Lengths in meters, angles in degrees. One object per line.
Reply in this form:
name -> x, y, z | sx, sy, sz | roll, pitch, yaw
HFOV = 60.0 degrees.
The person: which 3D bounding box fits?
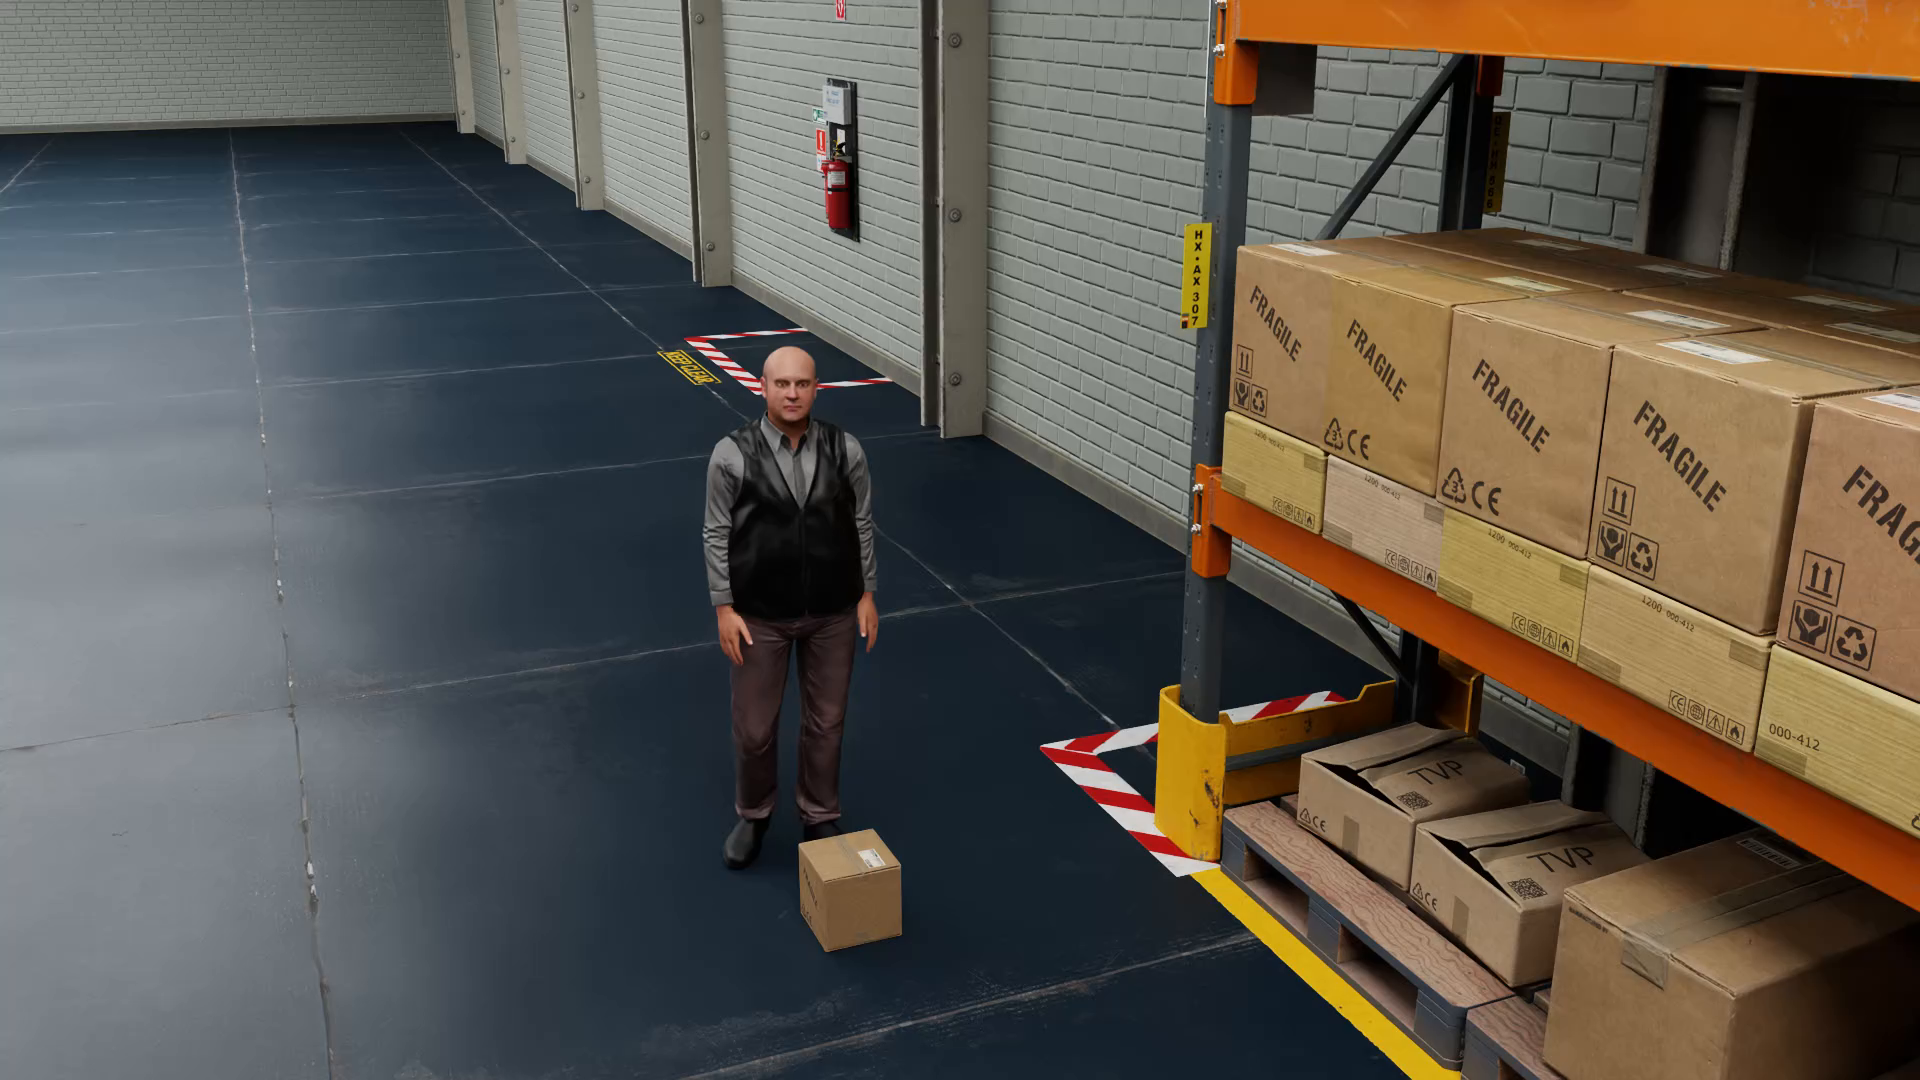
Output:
person -> -0.533, 0.234, 5.378 | 0.561, 1.726, 0.399 | -6, 20, -18
